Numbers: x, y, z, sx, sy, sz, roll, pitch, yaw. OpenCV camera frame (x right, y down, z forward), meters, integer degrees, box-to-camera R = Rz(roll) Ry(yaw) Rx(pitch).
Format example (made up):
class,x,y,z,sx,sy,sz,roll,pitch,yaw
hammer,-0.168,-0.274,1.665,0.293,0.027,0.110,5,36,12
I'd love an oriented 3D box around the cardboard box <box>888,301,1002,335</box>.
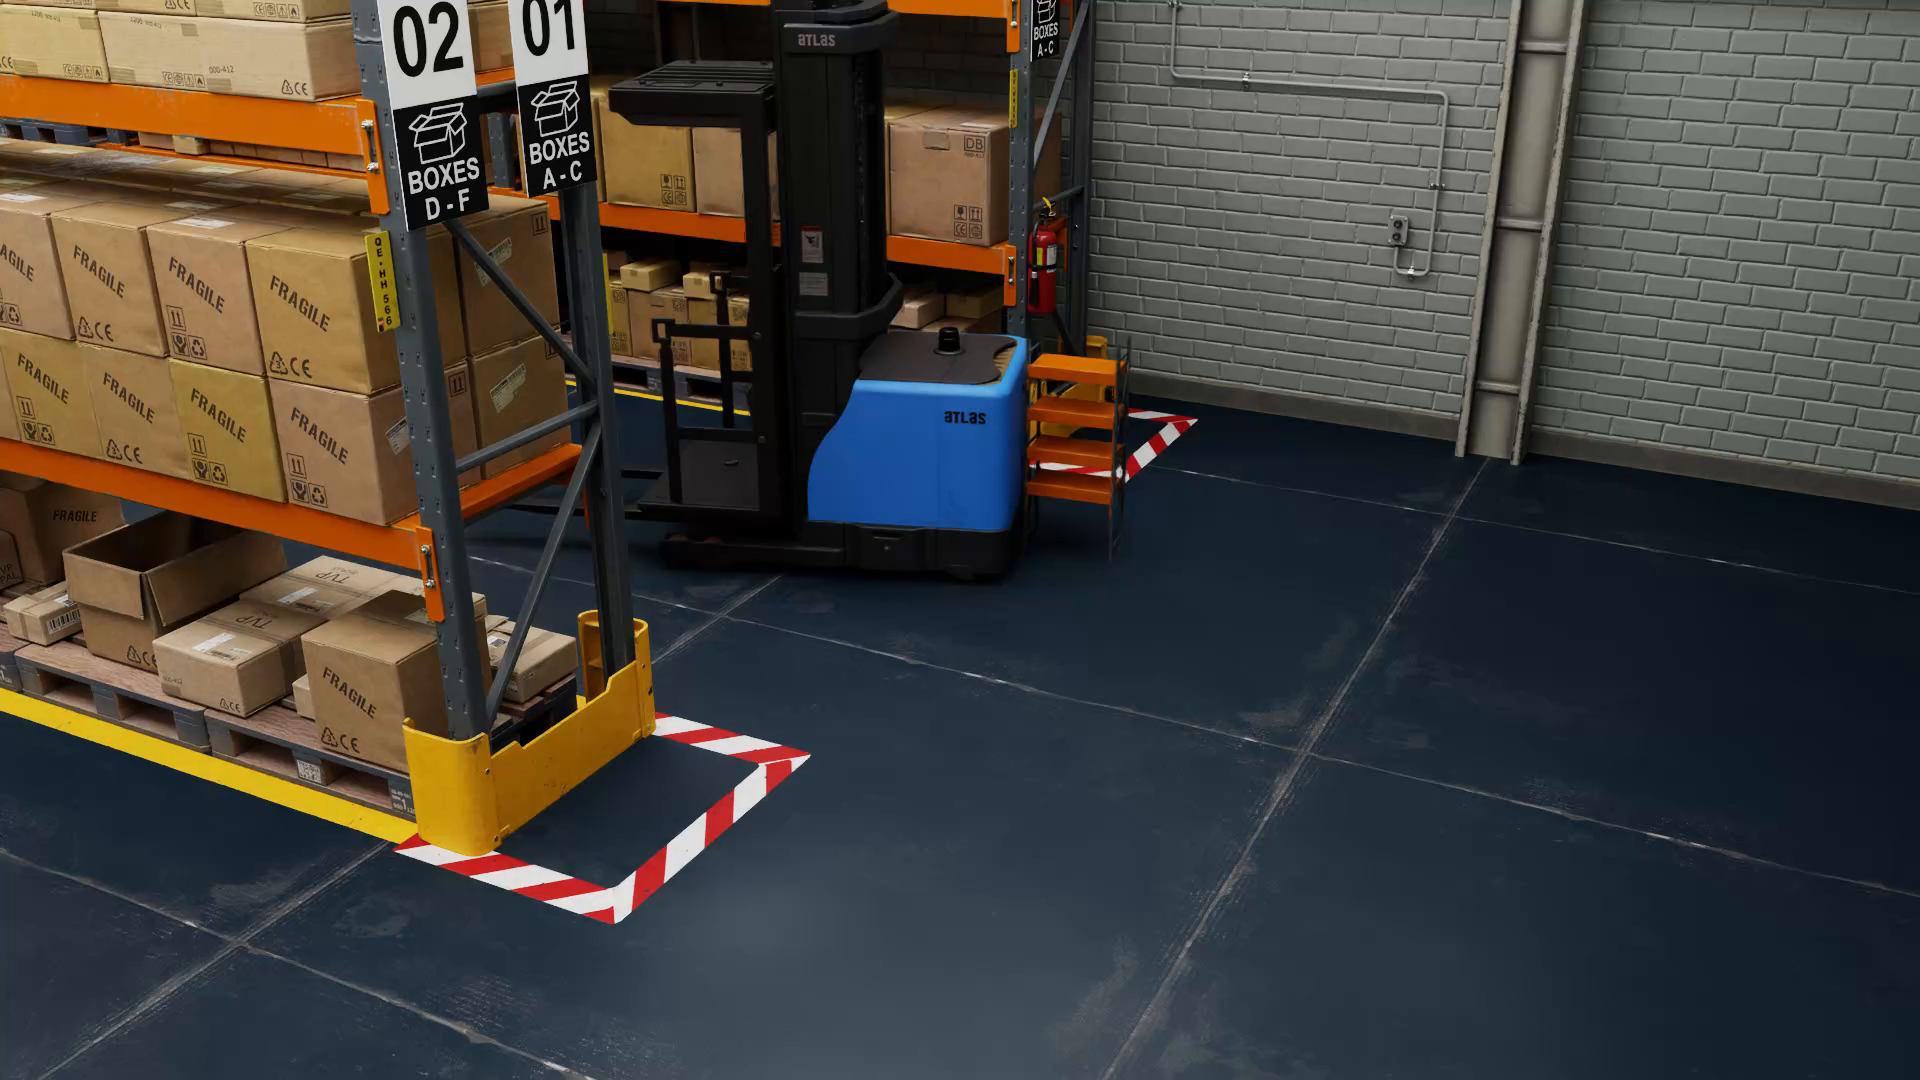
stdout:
class,x,y,z,sx,sy,sz,roll,pitch,yaw
cardboard box,-0.100,-1.238,10.985,0.500,0.500,0.700,11,25,25

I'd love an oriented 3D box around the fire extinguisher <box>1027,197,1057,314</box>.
class,x,y,z,sx,sy,sz,roll,pitch,yaw
fire extinguisher,0.497,-1.711,10.016,0.183,0.674,0.296,11,25,25

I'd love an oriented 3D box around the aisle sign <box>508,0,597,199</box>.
class,x,y,z,sx,sy,sz,roll,pitch,yaw
aisle sign,-1.468,-1.662,6.004,0.004,0.787,0.394,11,25,25

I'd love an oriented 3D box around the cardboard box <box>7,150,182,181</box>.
class,x,y,z,sx,sy,sz,roll,pitch,yaw
cardboard box,-3.755,-1.410,7.328,0.500,0.500,0.500,11,26,25

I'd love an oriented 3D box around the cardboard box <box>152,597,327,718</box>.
class,x,y,z,sx,sy,sz,roll,pitch,yaw
cardboard box,-3.092,0.499,7.194,0.500,0.250,0.500,11,25,25

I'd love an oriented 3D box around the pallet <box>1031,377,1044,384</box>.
class,x,y,z,sx,sy,sz,roll,pitch,yaw
pallet,-0.179,-0.937,11.183,1.213,0.211,1.003,11,25,25

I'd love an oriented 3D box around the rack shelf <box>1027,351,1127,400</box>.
class,x,y,z,sx,sy,sz,roll,pitch,yaw
rack shelf,0.620,-0.867,8.752,0.480,0.148,0.258,8,24,18

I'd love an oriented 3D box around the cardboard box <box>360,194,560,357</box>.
class,x,y,z,sx,sy,sz,roll,pitch,yaw
cardboard box,-1.939,-1.052,6.485,0.500,0.500,0.500,12,26,26

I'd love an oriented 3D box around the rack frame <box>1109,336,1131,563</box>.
class,x,y,z,sx,sy,sz,roll,pitch,yaw
rack frame,0.849,-0.473,8.828,0.015,1.200,0.240,8,24,18

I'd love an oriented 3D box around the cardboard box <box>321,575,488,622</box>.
class,x,y,z,sx,sy,sz,roll,pitch,yaw
cardboard box,-2.465,0.404,7.418,0.500,0.250,0.500,11,25,25

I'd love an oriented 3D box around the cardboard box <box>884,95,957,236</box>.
class,x,y,z,sx,sy,sz,roll,pitch,yaw
cardboard box,-0.544,-2.455,10.807,0.700,0.700,0.980,11,25,24

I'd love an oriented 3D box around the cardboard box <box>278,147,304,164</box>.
class,x,y,z,sx,sy,sz,roll,pitch,yaw
cardboard box,-5.006,-3.006,12.782,0.250,0.149,0.380,11,26,25

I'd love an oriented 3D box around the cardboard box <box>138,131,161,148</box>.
class,x,y,z,sx,sy,sz,roll,pitch,yaw
cardboard box,-6.380,-3.273,13.410,0.250,0.149,0.380,11,25,24

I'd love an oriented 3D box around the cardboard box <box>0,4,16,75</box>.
class,x,y,z,sx,sy,sz,roll,pitch,yaw
cardboard box,-3.571,-1.955,6.373,0.500,0.250,0.500,11,25,25

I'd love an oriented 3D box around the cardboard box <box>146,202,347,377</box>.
class,x,y,z,sx,sy,sz,roll,pitch,yaw
cardboard box,-2.634,-0.953,6.253,0.500,0.500,0.500,12,26,26

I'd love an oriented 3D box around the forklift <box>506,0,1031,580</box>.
class,x,y,z,sx,sy,sz,roll,pitch,yaw
forklift,-1.159,-1.394,8.782,3.031,2.935,1.130,4,23,8

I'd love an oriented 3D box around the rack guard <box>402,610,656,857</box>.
class,x,y,z,sx,sy,sz,roll,pitch,yaw
rack guard,-1.729,0.761,6.821,0.348,0.500,1.175,11,25,25

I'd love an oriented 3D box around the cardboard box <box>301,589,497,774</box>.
class,x,y,z,sx,sy,sz,roll,pitch,yaw
cardboard box,-2.258,0.562,6.726,0.500,0.500,0.500,11,25,25

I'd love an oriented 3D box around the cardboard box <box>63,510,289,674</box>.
class,x,y,z,sx,sy,sz,roll,pitch,yaw
cardboard box,-3.552,0.195,7.587,0.637,0.503,0.797,11,25,25

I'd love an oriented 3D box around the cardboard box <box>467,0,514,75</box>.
class,x,y,z,sx,sy,sz,roll,pitch,yaw
cardboard box,-2.005,-1.866,6.164,0.500,0.250,0.500,11,25,25

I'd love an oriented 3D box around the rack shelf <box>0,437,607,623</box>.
class,x,y,z,sx,sy,sz,roll,pitch,yaw
rack shelf,-3.446,-0.398,7.271,4.000,0.370,1.077,11,25,25

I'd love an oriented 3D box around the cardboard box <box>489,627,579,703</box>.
class,x,y,z,sx,sy,sz,roll,pitch,yaw
cardboard box,-1.880,0.540,7.228,0.250,0.149,0.380,11,25,25

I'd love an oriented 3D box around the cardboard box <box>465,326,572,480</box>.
class,x,y,z,sx,sy,sz,roll,pitch,yaw
cardboard box,-1.939,-0.592,6.681,0.500,0.500,0.500,12,26,26

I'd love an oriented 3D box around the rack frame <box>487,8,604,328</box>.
class,x,y,z,sx,sy,sz,roll,pitch,yaw
rack frame,-3.000,-2.812,12.030,0.127,3.000,1.000,11,25,25

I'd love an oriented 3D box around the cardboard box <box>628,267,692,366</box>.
class,x,y,z,sx,sy,sz,roll,pitch,yaw
cardboard box,-1.932,-1.598,11.831,0.500,0.500,0.700,11,25,24

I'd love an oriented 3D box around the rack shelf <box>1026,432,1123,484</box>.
class,x,y,z,sx,sy,sz,roll,pitch,yaw
rack shelf,0.620,-0.444,8.932,0.480,0.148,0.258,8,24,18

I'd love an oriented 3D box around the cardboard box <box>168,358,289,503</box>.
class,x,y,z,sx,sy,sz,roll,pitch,yaw
cardboard box,-2.649,-0.496,6.455,0.500,0.500,0.500,11,26,25

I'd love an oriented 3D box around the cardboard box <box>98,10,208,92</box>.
class,x,y,z,sx,sy,sz,roll,pitch,yaw
cardboard box,-2.680,-1.777,5.956,0.500,0.250,0.500,11,25,25

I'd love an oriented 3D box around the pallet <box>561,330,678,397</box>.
class,x,y,z,sx,sy,sz,roll,pitch,yaw
pallet,-2.356,-1.368,12.196,1.213,0.211,1.003,11,25,25

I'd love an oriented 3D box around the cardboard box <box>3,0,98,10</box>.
class,x,y,z,sx,sy,sz,roll,pitch,yaw
cardboard box,-3.126,-2.096,6.066,0.500,0.250,0.500,11,25,25

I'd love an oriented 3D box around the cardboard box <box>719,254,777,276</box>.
class,x,y,z,sx,sy,sz,roll,pitch,yaw
cardboard box,-1.487,-1.897,11.707,0.250,0.149,0.380,11,26,25

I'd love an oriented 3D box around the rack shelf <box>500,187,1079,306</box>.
class,x,y,z,sx,sy,sz,roll,pitch,yaw
rack shelf,-1.215,-2.128,11.341,4.000,0.370,1.077,11,25,25

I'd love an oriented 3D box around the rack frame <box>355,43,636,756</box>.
class,x,y,z,sx,sy,sz,roll,pitch,yaw
rack frame,-1.662,-0.375,6.300,0.127,3.000,1.000,11,25,25

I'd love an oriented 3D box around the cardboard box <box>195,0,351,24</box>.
class,x,y,z,sx,sy,sz,roll,pitch,yaw
cardboard box,-2.235,-1.918,5.648,0.500,0.250,0.500,11,25,25

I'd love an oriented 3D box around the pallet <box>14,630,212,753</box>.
class,x,y,z,sx,sy,sz,roll,pitch,yaw
pallet,-3.526,0.538,7.715,1.213,0.211,1.003,11,25,25

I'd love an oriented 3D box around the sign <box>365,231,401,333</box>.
class,x,y,z,sx,sy,sz,roll,pitch,yaw
sign,-1.930,-0.863,5.564,0.005,0.325,0.100,11,25,25

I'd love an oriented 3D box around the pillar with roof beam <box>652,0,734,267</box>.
class,x,y,z,sx,sy,sz,roll,pitch,yaw
pillar with roof beam,-3.927,-4.248,7.741,0.400,9.000,9.100,11,25,25

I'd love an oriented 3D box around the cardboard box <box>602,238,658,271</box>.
class,x,y,z,sx,sy,sz,roll,pitch,yaw
cardboard box,-2.418,-2.081,12.139,0.250,0.149,0.380,11,25,24

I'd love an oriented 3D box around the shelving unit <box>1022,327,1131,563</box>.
class,x,y,z,sx,sy,sz,roll,pitch,yaw
shelving unit,0.620,-0.505,8.905,0.503,1.200,0.258,8,24,18

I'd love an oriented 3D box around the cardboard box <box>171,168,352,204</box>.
class,x,y,z,sx,sy,sz,roll,pitch,yaw
cardboard box,-2.853,-1.232,6.908,0.500,0.500,0.500,12,26,25

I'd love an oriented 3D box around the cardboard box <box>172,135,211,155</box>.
class,x,y,z,sx,sy,sz,roll,pitch,yaw
cardboard box,-5.960,-3.149,13.118,0.250,0.149,0.380,12,26,26

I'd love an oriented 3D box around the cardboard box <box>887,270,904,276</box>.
class,x,y,z,sx,sy,sz,roll,pitch,yaw
cardboard box,-0.573,-1.718,11.284,0.250,0.149,0.380,11,26,25

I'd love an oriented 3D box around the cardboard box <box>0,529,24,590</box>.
class,x,y,z,sx,sy,sz,roll,pitch,yaw
cardboard box,-4.954,0.103,8.049,0.500,0.311,0.500,11,25,25

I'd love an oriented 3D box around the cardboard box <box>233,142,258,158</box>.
class,x,y,z,sx,sy,sz,roll,pitch,yaw
cardboard box,-5.444,-3.105,13.014,0.250,0.149,0.380,12,26,26

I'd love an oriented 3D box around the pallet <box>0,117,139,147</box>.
class,x,y,z,sx,sy,sz,roll,pitch,yaw
pallet,-7.253,-3.519,13.937,1.003,0.211,1.213,11,25,25

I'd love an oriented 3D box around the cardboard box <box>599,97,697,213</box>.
class,x,y,z,sx,sy,sz,roll,pitch,yaw
cardboard box,-1.874,-2.718,11.426,0.700,0.700,0.980,11,25,23

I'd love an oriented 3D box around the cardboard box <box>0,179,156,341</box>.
class,x,y,z,sx,sy,sz,roll,pitch,yaw
cardboard box,-3.557,-1.134,6.677,0.500,0.500,0.500,12,26,26

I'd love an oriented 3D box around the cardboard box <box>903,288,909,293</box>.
class,x,y,z,sx,sy,sz,roll,pitch,yaw
cardboard box,-0.525,-1.540,10.867,0.250,0.149,0.380,12,26,26

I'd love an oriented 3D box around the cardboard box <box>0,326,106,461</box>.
class,x,y,z,sx,sy,sz,roll,pitch,yaw
cardboard box,-3.541,-0.675,6.876,0.500,0.500,0.500,11,25,24

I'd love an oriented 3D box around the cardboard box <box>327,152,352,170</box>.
class,x,y,z,sx,sy,sz,roll,pitch,yaw
cardboard box,-4.543,-2.907,12.547,0.250,0.149,0.380,10,25,23

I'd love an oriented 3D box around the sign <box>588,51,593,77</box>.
class,x,y,z,sx,sy,sz,roll,pitch,yaw
sign,-2.750,-3.441,12.302,0.005,0.325,0.100,11,25,25

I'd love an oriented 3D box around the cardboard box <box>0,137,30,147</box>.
class,x,y,z,sx,sy,sz,roll,pitch,yaw
cardboard box,-4.663,-1.589,7.748,0.500,0.500,0.500,11,26,25

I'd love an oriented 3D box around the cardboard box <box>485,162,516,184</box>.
class,x,y,z,sx,sy,sz,roll,pitch,yaw
cardboard box,-3.429,-2.667,11.984,0.250,0.149,0.380,11,26,25

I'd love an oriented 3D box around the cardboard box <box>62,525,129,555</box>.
class,x,y,z,sx,sy,sz,roll,pitch,yaw
cardboard box,-4.233,0.075,8.323,0.250,0.149,0.380,11,25,25

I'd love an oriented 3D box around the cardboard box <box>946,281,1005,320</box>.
class,x,y,z,sx,sy,sz,roll,pitch,yaw
cardboard box,0.102,-1.584,10.971,0.250,0.149,0.380,11,26,25

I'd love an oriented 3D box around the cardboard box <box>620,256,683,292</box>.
class,x,y,z,sx,sy,sz,roll,pitch,yaw
cardboard box,-2.155,-1.862,11.624,0.250,0.149,0.380,12,26,26

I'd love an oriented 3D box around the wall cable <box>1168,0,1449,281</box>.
class,x,y,z,sx,sy,sz,roll,pitch,yaw
wall cable,2.140,-2.678,10.416,1.851,1.984,0.084,11,25,25

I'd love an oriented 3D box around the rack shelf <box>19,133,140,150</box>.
class,x,y,z,sx,sy,sz,roll,pitch,yaw
rack shelf,-8.354,-3.541,14.663,4.000,0.370,1.077,11,25,25
